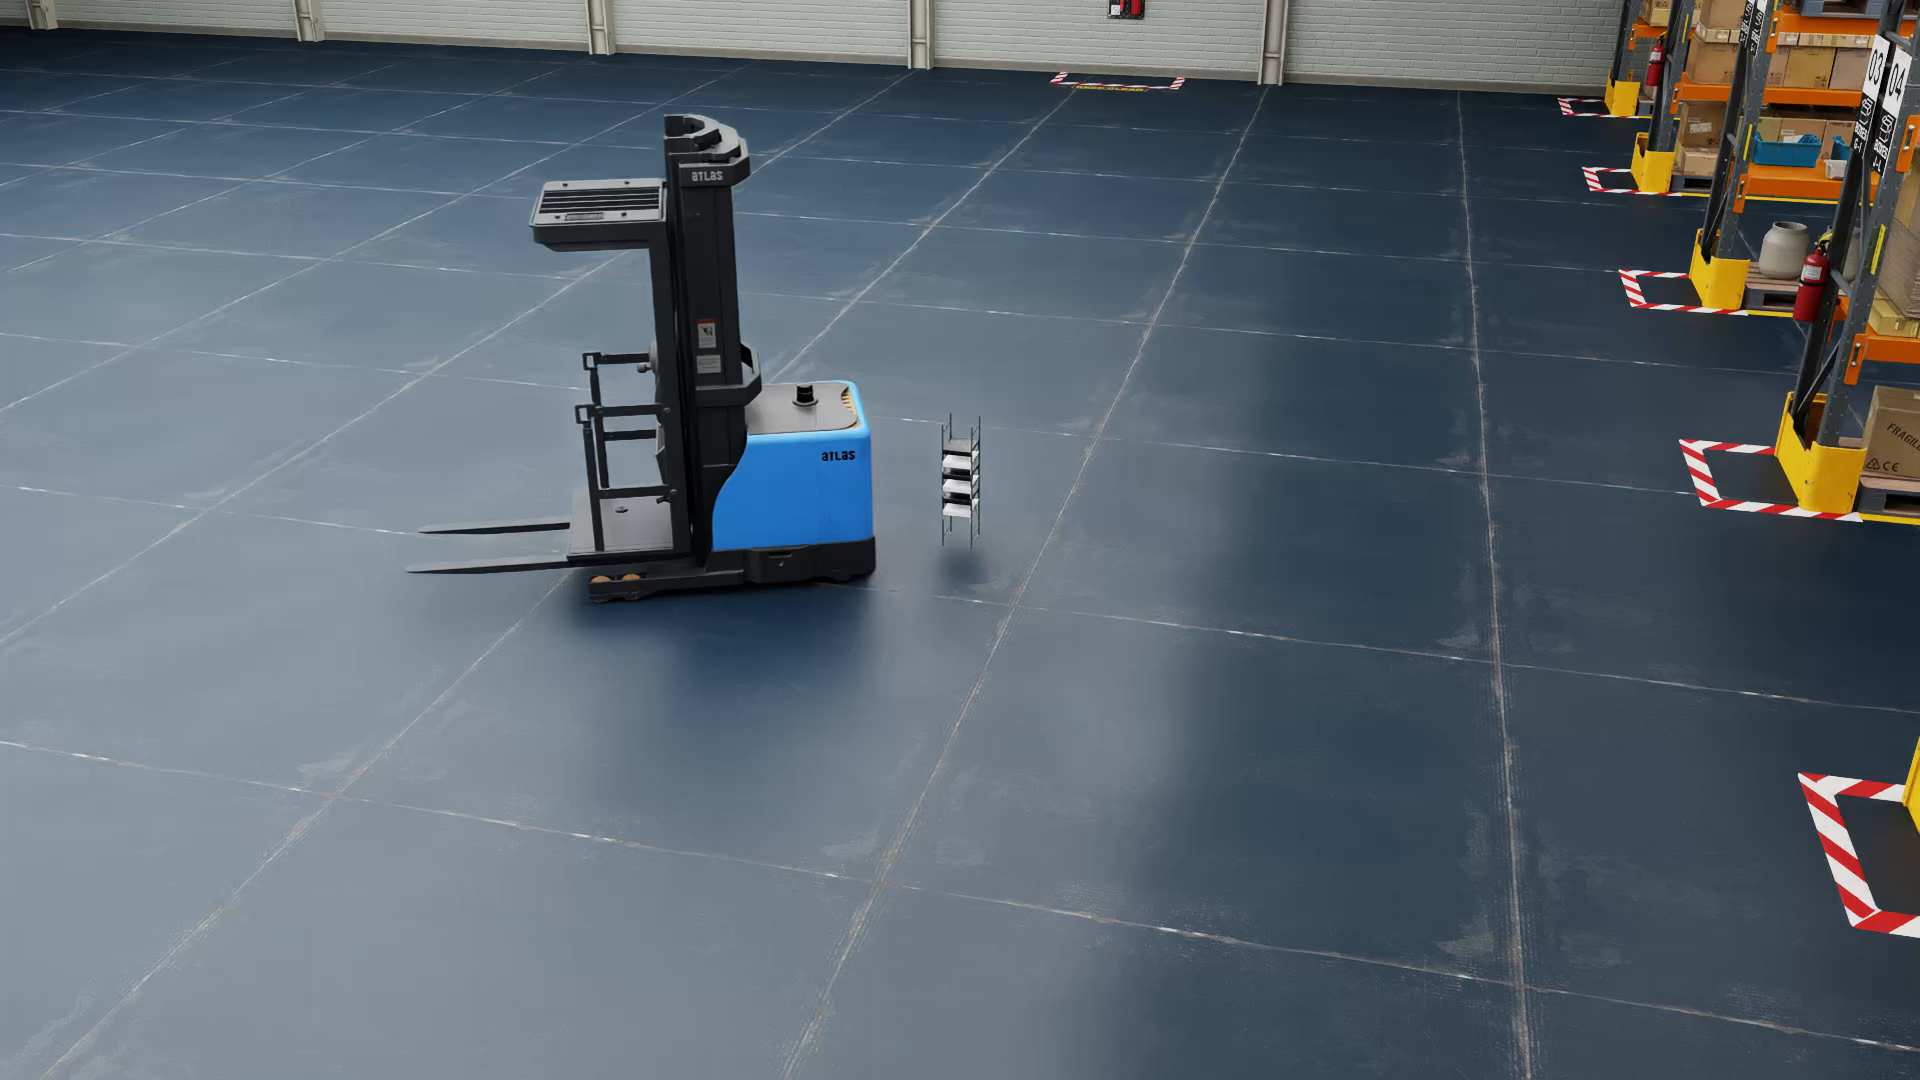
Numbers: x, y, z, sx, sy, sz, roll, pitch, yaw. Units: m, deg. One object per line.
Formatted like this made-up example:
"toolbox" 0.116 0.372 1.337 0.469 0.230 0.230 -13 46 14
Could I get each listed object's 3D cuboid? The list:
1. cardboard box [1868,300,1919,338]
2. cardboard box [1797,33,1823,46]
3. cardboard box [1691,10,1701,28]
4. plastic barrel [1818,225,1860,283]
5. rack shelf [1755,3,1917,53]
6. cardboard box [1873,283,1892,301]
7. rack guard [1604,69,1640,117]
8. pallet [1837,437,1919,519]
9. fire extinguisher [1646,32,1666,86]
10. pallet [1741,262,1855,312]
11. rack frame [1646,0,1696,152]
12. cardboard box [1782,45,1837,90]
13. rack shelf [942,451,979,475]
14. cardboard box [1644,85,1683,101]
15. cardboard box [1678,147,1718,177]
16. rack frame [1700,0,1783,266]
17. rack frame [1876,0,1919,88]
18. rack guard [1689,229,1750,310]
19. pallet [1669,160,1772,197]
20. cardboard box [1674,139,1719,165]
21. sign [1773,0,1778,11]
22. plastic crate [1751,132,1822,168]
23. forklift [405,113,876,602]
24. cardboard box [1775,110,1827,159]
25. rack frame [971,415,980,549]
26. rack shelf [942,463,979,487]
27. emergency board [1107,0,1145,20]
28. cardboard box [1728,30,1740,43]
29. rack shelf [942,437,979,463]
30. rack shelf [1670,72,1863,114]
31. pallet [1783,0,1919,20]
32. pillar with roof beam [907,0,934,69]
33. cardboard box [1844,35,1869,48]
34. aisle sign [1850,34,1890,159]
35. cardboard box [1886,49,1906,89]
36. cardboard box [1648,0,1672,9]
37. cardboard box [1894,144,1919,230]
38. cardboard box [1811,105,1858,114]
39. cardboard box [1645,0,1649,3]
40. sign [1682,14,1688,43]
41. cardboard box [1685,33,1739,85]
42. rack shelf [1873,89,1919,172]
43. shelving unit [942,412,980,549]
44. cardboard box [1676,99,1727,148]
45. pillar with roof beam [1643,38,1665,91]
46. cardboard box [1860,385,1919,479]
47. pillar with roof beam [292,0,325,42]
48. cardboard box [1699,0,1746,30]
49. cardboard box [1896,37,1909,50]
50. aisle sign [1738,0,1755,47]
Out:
"cardboard box" 6.570 -1.559 11.709 0.250 0.149 0.380 6 26 13
"cardboard box" 10.151 -6.022 19.921 0.250 0.149 0.380 5 26 11
"cardboard box" 10.954 -7.696 24.458 0.500 0.250 0.500 5 26 11
"plastic barrel" 8.729 -2.838 16.509 0.421 0.512 0.421 0 25 0
"rack shelf" 9.524 -4.679 15.318 4.000 0.370 1.077 6 26 13
"cardboard box" 6.681 -1.744 12.098 0.250 0.149 0.380 6 26 13
"rack guard" 10.128 -6.852 25.442 0.348 0.500 1.175 6 26 13
"pallet" 7.205 -0.433 12.296 1.213 0.211 1.003 6 26 13
"fire extinguisher" 8.825 -6.097 21.038 0.183 0.674 0.296 6 26 13
"pallet" 8.458 -2.527 16.694 1.213 0.211 1.003 6 26 13
"rack frame" 8.824 -5.926 20.589 0.127 3.000 1.000 6 26 13
"cardboard box" 10.262 -5.806 20.221 0.500 0.500 0.700 6 26 13
"rack shelf" 0.008 -0.538 11.373 0.200 0.077 0.258 6 26 13
"cardboard box" 10.702 -6.862 25.171 0.500 0.311 0.500 3 26 7
"cardboard box" 9.288 -4.724 20.775 0.500 0.250 0.500 6 26 13
"rack frame" 7.587 -3.864 16.258 0.127 3.000 1.000 6 26 13
"rack frame" 6.353 -4.511 10.638 0.127 3.000 1.000 6 26 13
"rack guard" 7.672 -2.747 16.820 0.348 0.500 1.175 6 26 13
"pallet" 9.575 -4.602 21.053 1.213 0.211 1.003 6 26 13
"cardboard box" 9.417 -4.939 21.228 0.500 0.250 0.500 6 26 13
"sign" 7.446 -4.994 15.132 0.005 0.325 0.100 6 26 13
"plastic crate" 8.146 -3.868 16.439 0.616 0.251 0.499 6 26 13
"forklift" -2.123 -1.163 10.664 3.031 2.935 1.130 -4 26 -8
"cardboard box" 10.260 -4.962 20.401 0.500 0.500 0.500 6 26 13
"rack frame" 0.106 -0.395 11.414 0.006 0.900 0.240 6 26 13
"rack shelf" 0.008 -0.457 11.412 0.200 0.077 0.258 6 26 13
"emergency board" 2.753 -9.196 27.459 0.643 1.169 0.194 6 26 13
"cardboard box" 9.407 -6.105 20.094 0.250 0.149 0.380 6 26 12
"rack shelf" 0.008 -0.619 11.335 0.200 0.077 0.258 6 26 13
"rack shelf" 10.761 -5.387 20.294 4.000 0.370 1.077 6 26 13
"pallet" 8.364 -5.004 15.383 1.213 0.211 1.003 6 26 13
"pillar with roof beam" -1.746 -10.475 23.165 0.400 9.000 9.100 6 26 13
"cardboard box" 10.639 -5.967 19.805 0.250 0.149 0.380 7 26 13
"aisle sign" 6.368 -3.107 11.645 0.004 0.787 0.394 6 26 13
"cardboard box" 11.269 -5.697 19.991 0.500 0.500 0.700 7 26 14
"cardboard box" 10.442 -8.092 24.418 0.500 0.500 0.500 6 26 13
"cardboard box" 6.948 -2.477 11.719 0.500 0.500 0.500 6 26 13
"cardboard box" 10.874 -5.124 20.743 0.500 0.500 0.500 6 26 13
"cardboard box" 10.564 -8.306 24.868 0.500 0.500 0.500 6 26 12
"sign" 8.680 -6.122 19.902 0.005 0.325 0.100 6 26 13
"cardboard box" 9.273 -5.916 20.451 0.500 0.500 0.700 6 26 13
"rack shelf" 8.290 -2.617 10.987 4.000 0.370 1.077 6 26 13
"shelving unit" 0.008 -0.405 11.436 0.210 0.900 0.258 6 26 13
"cardboard box" 9.418 -5.279 21.068 0.500 0.500 0.500 6 26 13
"pillar with roof beam" 9.875 -9.190 20.466 0.400 9.000 9.100 6 26 13
"cardboard box" 6.954 -0.789 12.219 0.500 0.500 0.500 11 28 23
"pillar with roof beam" -13.368 -11.760 25.863 0.400 9.000 9.100 6 26 13
"cardboard box" 9.324 -6.496 20.161 0.500 0.500 0.700 6 26 13
"cardboard box" 11.152 -5.912 19.689 0.250 0.149 0.380 7 26 14
"aisle sign" 7.591 -5.169 15.975 0.004 0.787 0.394 6 26 13
